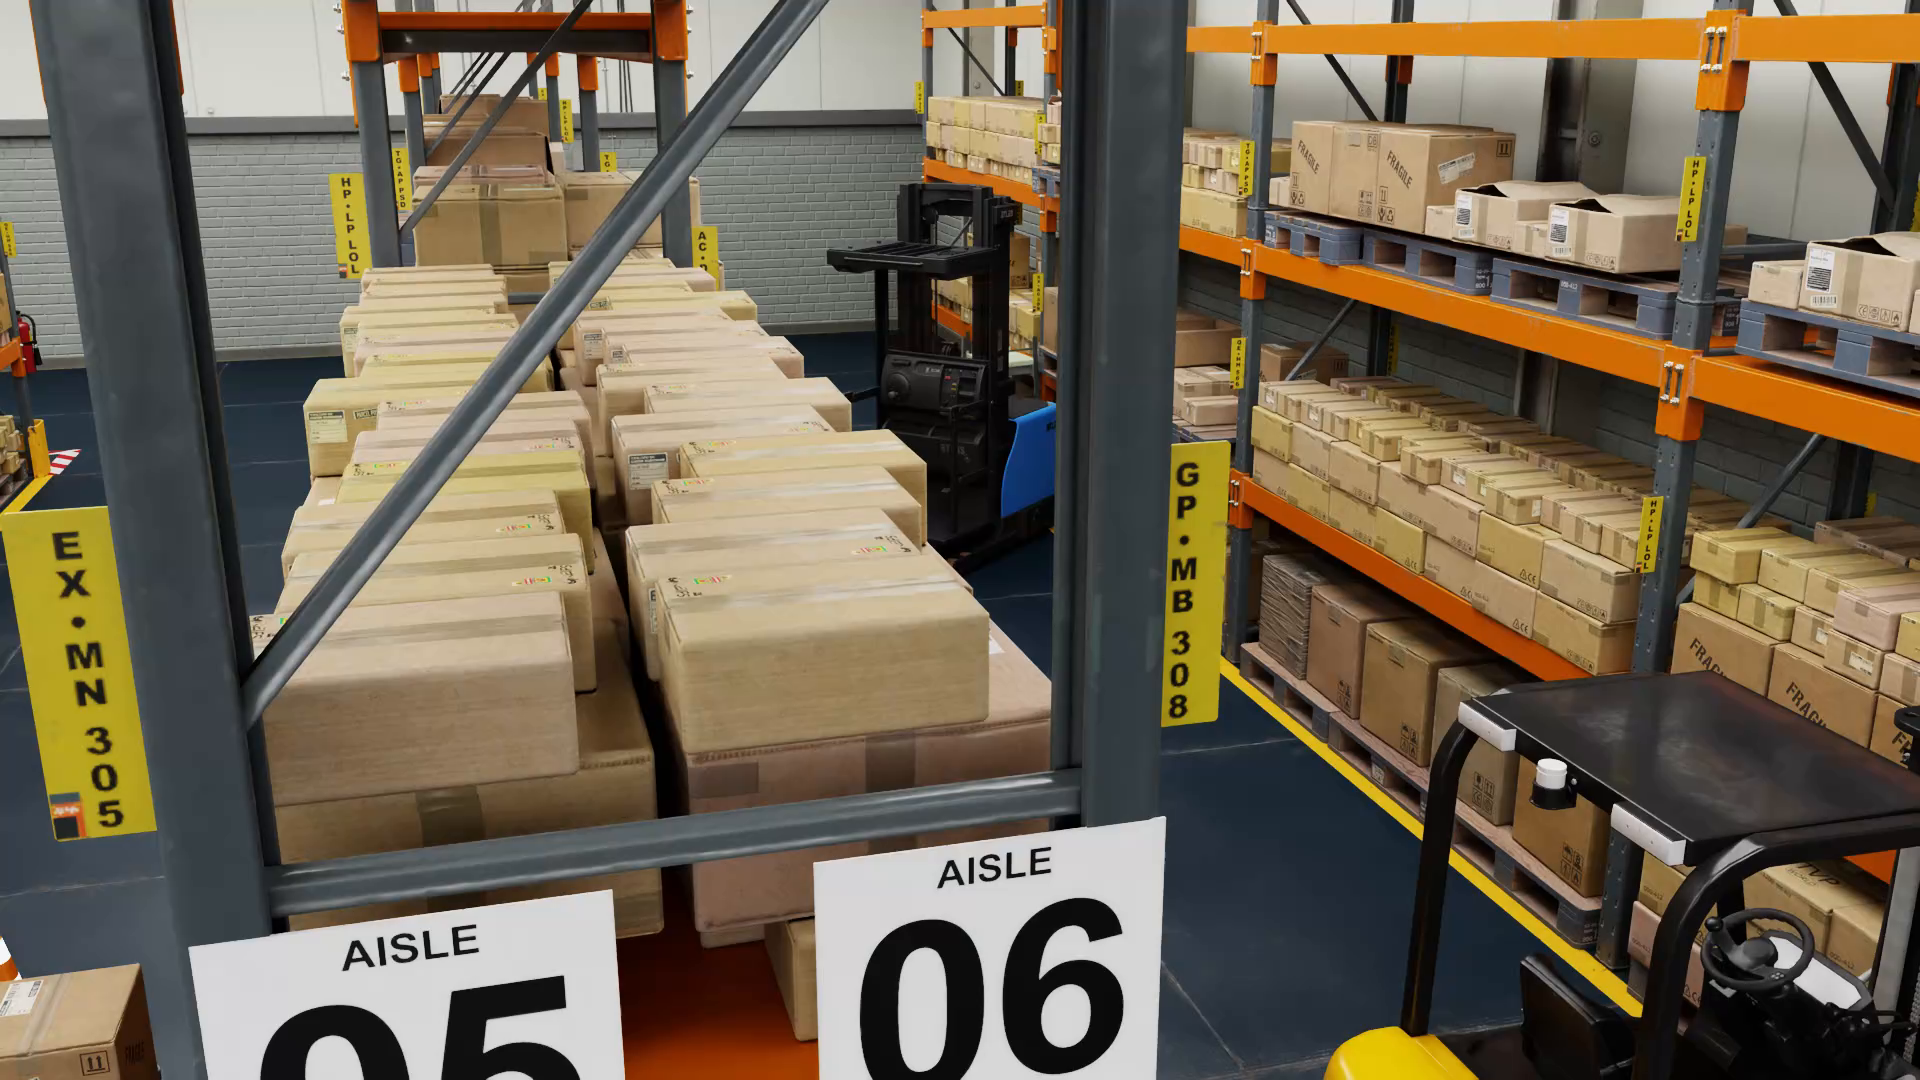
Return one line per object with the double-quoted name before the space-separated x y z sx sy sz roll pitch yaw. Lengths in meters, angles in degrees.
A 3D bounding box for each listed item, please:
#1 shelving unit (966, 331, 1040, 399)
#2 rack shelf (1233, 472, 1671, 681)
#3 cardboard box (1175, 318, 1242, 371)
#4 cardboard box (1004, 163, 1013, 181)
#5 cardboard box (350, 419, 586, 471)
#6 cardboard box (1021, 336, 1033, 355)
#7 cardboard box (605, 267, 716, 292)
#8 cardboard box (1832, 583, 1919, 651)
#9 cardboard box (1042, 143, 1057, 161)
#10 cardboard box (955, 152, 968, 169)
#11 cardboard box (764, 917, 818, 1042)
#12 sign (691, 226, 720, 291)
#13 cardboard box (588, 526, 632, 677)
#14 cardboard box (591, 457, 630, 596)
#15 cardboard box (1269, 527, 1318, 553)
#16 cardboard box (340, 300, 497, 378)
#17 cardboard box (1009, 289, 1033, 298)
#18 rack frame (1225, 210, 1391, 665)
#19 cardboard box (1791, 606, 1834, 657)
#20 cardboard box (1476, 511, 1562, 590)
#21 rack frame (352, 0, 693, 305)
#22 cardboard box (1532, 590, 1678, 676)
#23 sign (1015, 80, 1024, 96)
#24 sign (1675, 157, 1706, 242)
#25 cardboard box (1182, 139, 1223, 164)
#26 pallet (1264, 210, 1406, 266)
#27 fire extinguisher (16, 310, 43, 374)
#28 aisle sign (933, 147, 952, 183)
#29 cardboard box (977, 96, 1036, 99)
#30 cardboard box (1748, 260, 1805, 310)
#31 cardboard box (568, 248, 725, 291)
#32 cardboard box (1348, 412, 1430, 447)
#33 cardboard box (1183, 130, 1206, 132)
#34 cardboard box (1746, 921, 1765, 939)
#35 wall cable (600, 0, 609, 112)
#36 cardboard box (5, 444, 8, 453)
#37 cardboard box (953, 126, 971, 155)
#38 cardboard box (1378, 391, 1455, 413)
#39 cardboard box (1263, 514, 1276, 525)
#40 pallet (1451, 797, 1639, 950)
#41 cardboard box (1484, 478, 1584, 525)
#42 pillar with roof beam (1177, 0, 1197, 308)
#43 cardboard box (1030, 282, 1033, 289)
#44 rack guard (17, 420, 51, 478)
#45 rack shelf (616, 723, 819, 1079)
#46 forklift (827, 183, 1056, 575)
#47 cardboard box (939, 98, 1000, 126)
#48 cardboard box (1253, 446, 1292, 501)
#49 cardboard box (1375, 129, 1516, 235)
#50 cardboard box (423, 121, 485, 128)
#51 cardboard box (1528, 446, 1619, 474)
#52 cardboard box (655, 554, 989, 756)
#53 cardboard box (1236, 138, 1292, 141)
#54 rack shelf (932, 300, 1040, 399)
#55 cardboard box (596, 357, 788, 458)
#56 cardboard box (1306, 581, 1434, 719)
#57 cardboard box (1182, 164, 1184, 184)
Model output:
"shelving unit" 0.399 -1.096 14.860 0.431 1.500 0.755 -8 15 -16
"rack shelf" 2.845 0.242 9.183 1.077 0.370 4.000 -5 17 -15
"cardboard box" 1.669 -1.343 12.300 0.797 0.503 0.637 -5 17 -17
"cardboard box" 0.620 -3.366 15.166 0.380 0.149 0.250 -5 17 -15
"cardboard box" -0.857 -0.104 2.920 0.380 0.149 0.250 -5 17 -15
"cardboard box" 0.773 -1.780 15.102 0.380 0.149 0.250 -4 17 -14
"cardboard box" -0.935 -0.718 4.964 0.380 0.149 0.250 -5 17 -17
"cardboard box" 3.406 0.276 6.002 0.380 0.149 0.250 -4 17 -14
"cardboard box" 0.895 -3.213 13.754 0.380 0.149 0.250 -4 17 -14
"cardboard box" 0.160 -3.787 16.567 0.380 0.149 0.250 -5 17 -15
"cardboard box" -0.057 0.517 2.240 0.380 0.149 0.250 -5 17 -15
"sign" -0.858 -0.885 5.572 0.100 0.325 0.005 -5 17 -15
"cardboard box" -0.802 0.183 2.659 0.500 0.250 0.500 -5 17 -16
"cardboard box" -0.455 0.002 3.260 0.500 0.250 0.500 -4 17 -14
"cardboard box" 2.449 0.202 11.682 0.500 0.500 0.500 -4 17 -13
"cardboard box" -1.395 -0.523 4.315 0.380 0.149 0.250 -5 17 -16
"cardboard box" 0.545 -2.231 15.908 0.500 0.250 0.500 -5 17 -16
"rack frame" 2.295 -0.656 10.921 1.000 3.000 0.127 -5 17 -15
"cardboard box" 3.400 0.342 6.297 0.380 0.149 0.250 -5 17 -15
"cardboard box" 2.865 0.026 8.044 0.500 0.250 0.500 -5 17 -17
"rack frame" -1.377 -2.029 5.065 1.000 3.000 0.127 -5 17 -15
"cardboard box" 3.004 0.404 7.654 0.500 0.250 0.500 -4 17 -14
"sign" 0.636 -4.768 17.857 0.100 0.325 0.005 -5 17 -15
"sign" 2.875 -1.339 6.535 0.100 0.325 0.005 -5 17 -15
"cardboard box" 1.631 -2.715 11.613 0.380 0.149 0.250 -5 17 -16
"pallet" 2.568 -1.821 9.915 1.213 0.211 1.003 -4 17 -13
"fire extinguisher" -9.032 -1.946 16.000 0.296 0.674 0.183 -5 17 -15
"aisle sign" -0.205 -4.109 17.899 0.394 0.787 0.004 -5 17 -15
"cardboard box" 0.487 -4.514 17.427 0.500 0.250 0.500 -5 17 -17
"cardboard box" 3.226 -0.966 6.274 0.380 0.149 0.250 -4 17 -14
"cardboard box" -1.152 -0.915 6.101 0.500 0.250 0.500 -5 17 -17
"cardboard box" 2.451 -0.622 9.506 0.380 0.149 0.250 -5 17 -15
"cardboard box" 1.696 -3.035 12.642 0.380 0.149 0.250 -5 17 -15
"cardboard box" 3.371 1.624 6.511 0.500 0.250 0.500 -5 17 -16
"wall cable" -5.785 -6.958 21.474 2.355 3.000 0.029 -5 17 -15
"cardboard box" -8.967 -0.834 15.223 0.380 0.149 0.250 -5 17 -17
"cardboard box" 0.244 -3.950 16.417 0.500 0.250 0.500 -5 17 -17
"cardboard box" 2.771 -0.800 10.101 0.380 0.149 0.250 -5 17 -15
"cardboard box" 2.404 -0.215 11.941 0.380 0.149 0.250 -4 17 -14
"pallet" 3.154 1.585 8.307 1.003 0.211 1.213 -5 17 -15
"cardboard box" 2.782 -0.189 8.065 0.380 0.149 0.250 -5 18 -17
"pillar with roof beam" -2.268 -4.559 13.487 9.100 9.000 0.400 -5 17 -15
"cardboard box" 0.894 -2.408 16.499 0.500 0.250 0.500 -5 17 -15
"rack guard" -9.386 -0.838 15.872 1.175 0.500 0.348 -5 17 -15
"rack shelf" -0.828 0.305 3.758 1.077 0.370 4.000 -5 17 -15
"forklift" -0.328 -1.251 13.022 1.130 2.935 3.031 10 19 30
"cardboard box" 0.099 -4.330 16.815 0.500 0.250 0.500 -5 17 -16
"cardboard box" 2.182 -0.442 10.470 0.500 0.250 0.500 -5 17 -15
"cardboard box" 2.540 -1.888 8.732 0.500 0.500 0.500 -4 17 -14
"cardboard box" -3.240 -2.412 10.651 0.500 0.500 0.500 -5 17 -15
"cardboard box" 3.204 -0.379 8.698 0.380 0.149 0.250 -5 17 -16
"cardboard box" -0.180 0.138 2.115 0.380 0.149 0.250 -5 17 -16
"cardboard box" 2.171 -2.759 11.759 0.380 0.149 0.250 -5 17 -15
"rack shelf" 0.646 -1.971 16.550 1.077 0.370 4.000 -5 17 -15
"cardboard box" -0.568 -0.285 3.525 0.380 0.149 0.250 -4 17 -14
"cardboard box" 2.640 0.634 10.025 0.875 0.625 0.625 -4 17 -13
"cardboard box" 1.735 -2.577 11.669 0.380 0.149 0.250 -5 17 -15
